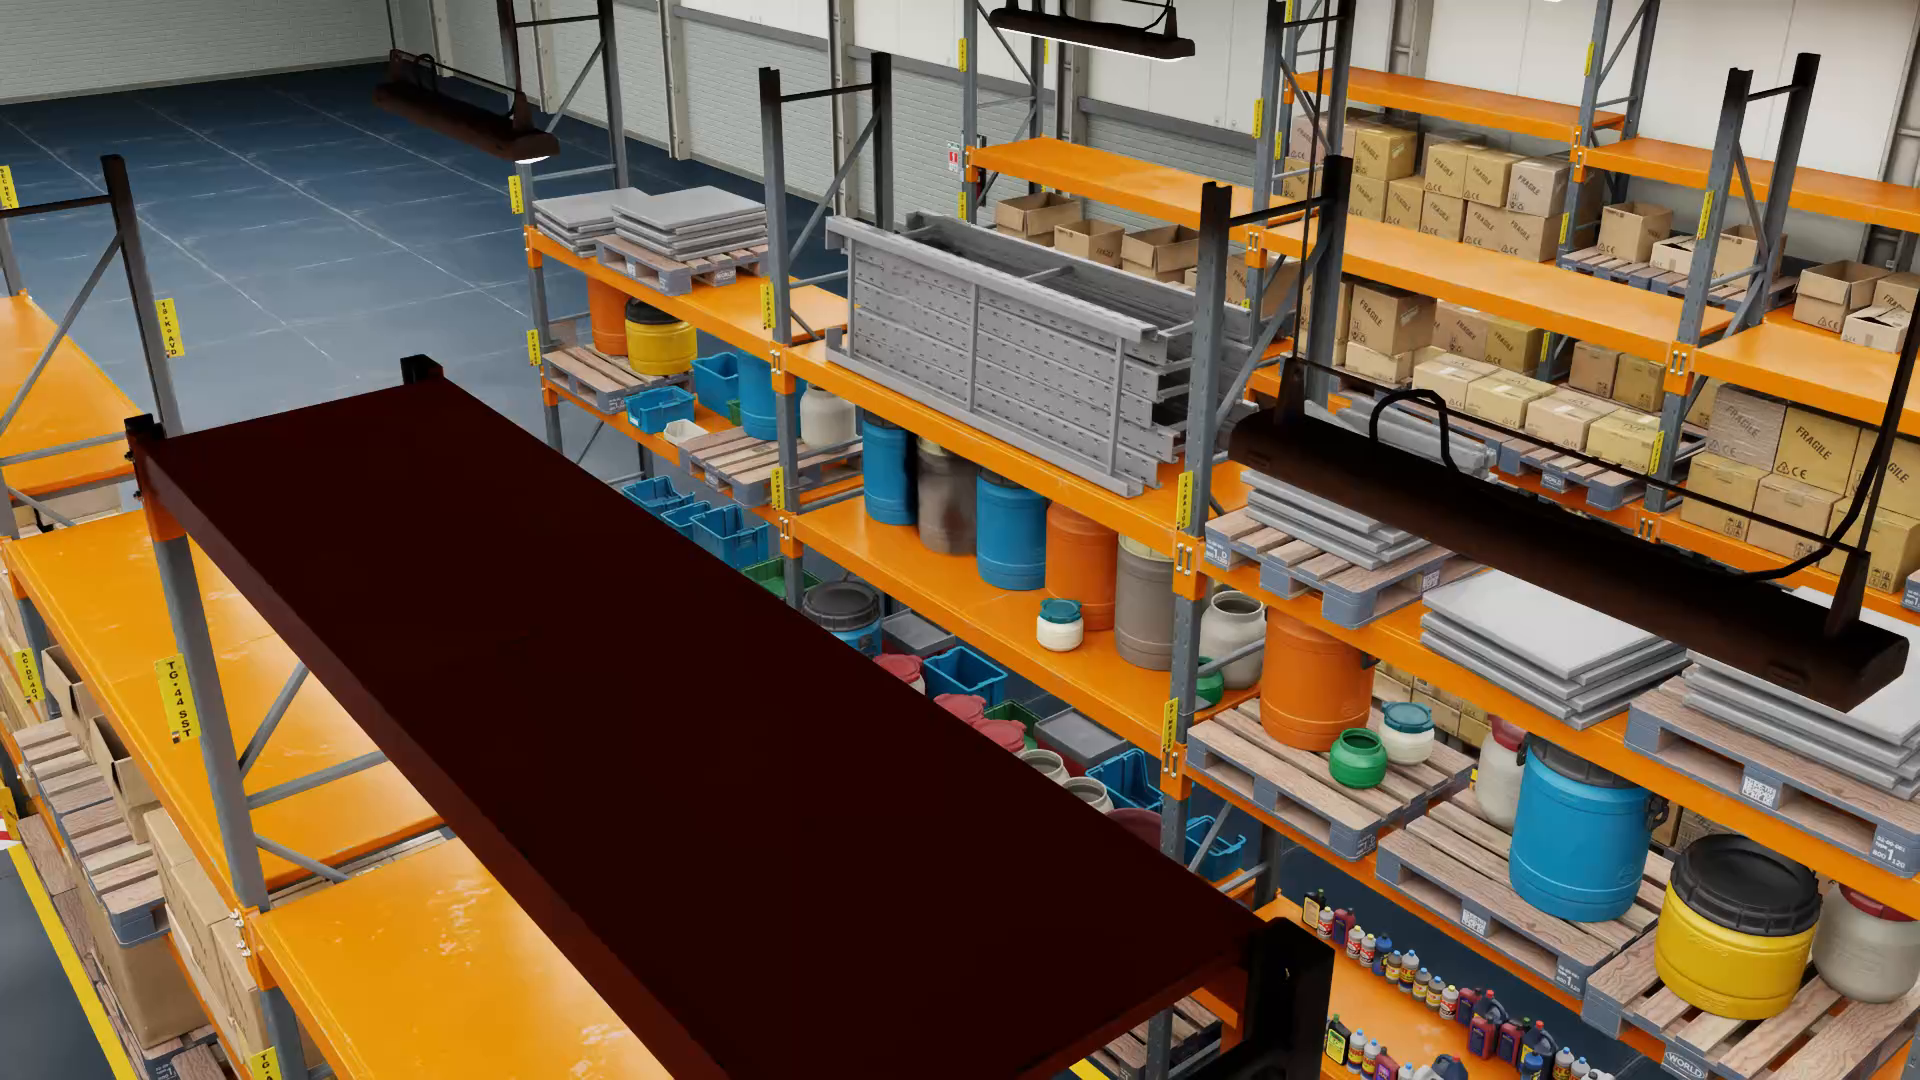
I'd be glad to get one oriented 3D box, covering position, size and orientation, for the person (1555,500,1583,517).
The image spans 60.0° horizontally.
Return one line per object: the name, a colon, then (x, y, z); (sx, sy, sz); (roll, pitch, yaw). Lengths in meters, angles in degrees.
person: (5.704, 0.239, 15.865); (0.519, 1.691, 0.781); (-17, 31, -31)
